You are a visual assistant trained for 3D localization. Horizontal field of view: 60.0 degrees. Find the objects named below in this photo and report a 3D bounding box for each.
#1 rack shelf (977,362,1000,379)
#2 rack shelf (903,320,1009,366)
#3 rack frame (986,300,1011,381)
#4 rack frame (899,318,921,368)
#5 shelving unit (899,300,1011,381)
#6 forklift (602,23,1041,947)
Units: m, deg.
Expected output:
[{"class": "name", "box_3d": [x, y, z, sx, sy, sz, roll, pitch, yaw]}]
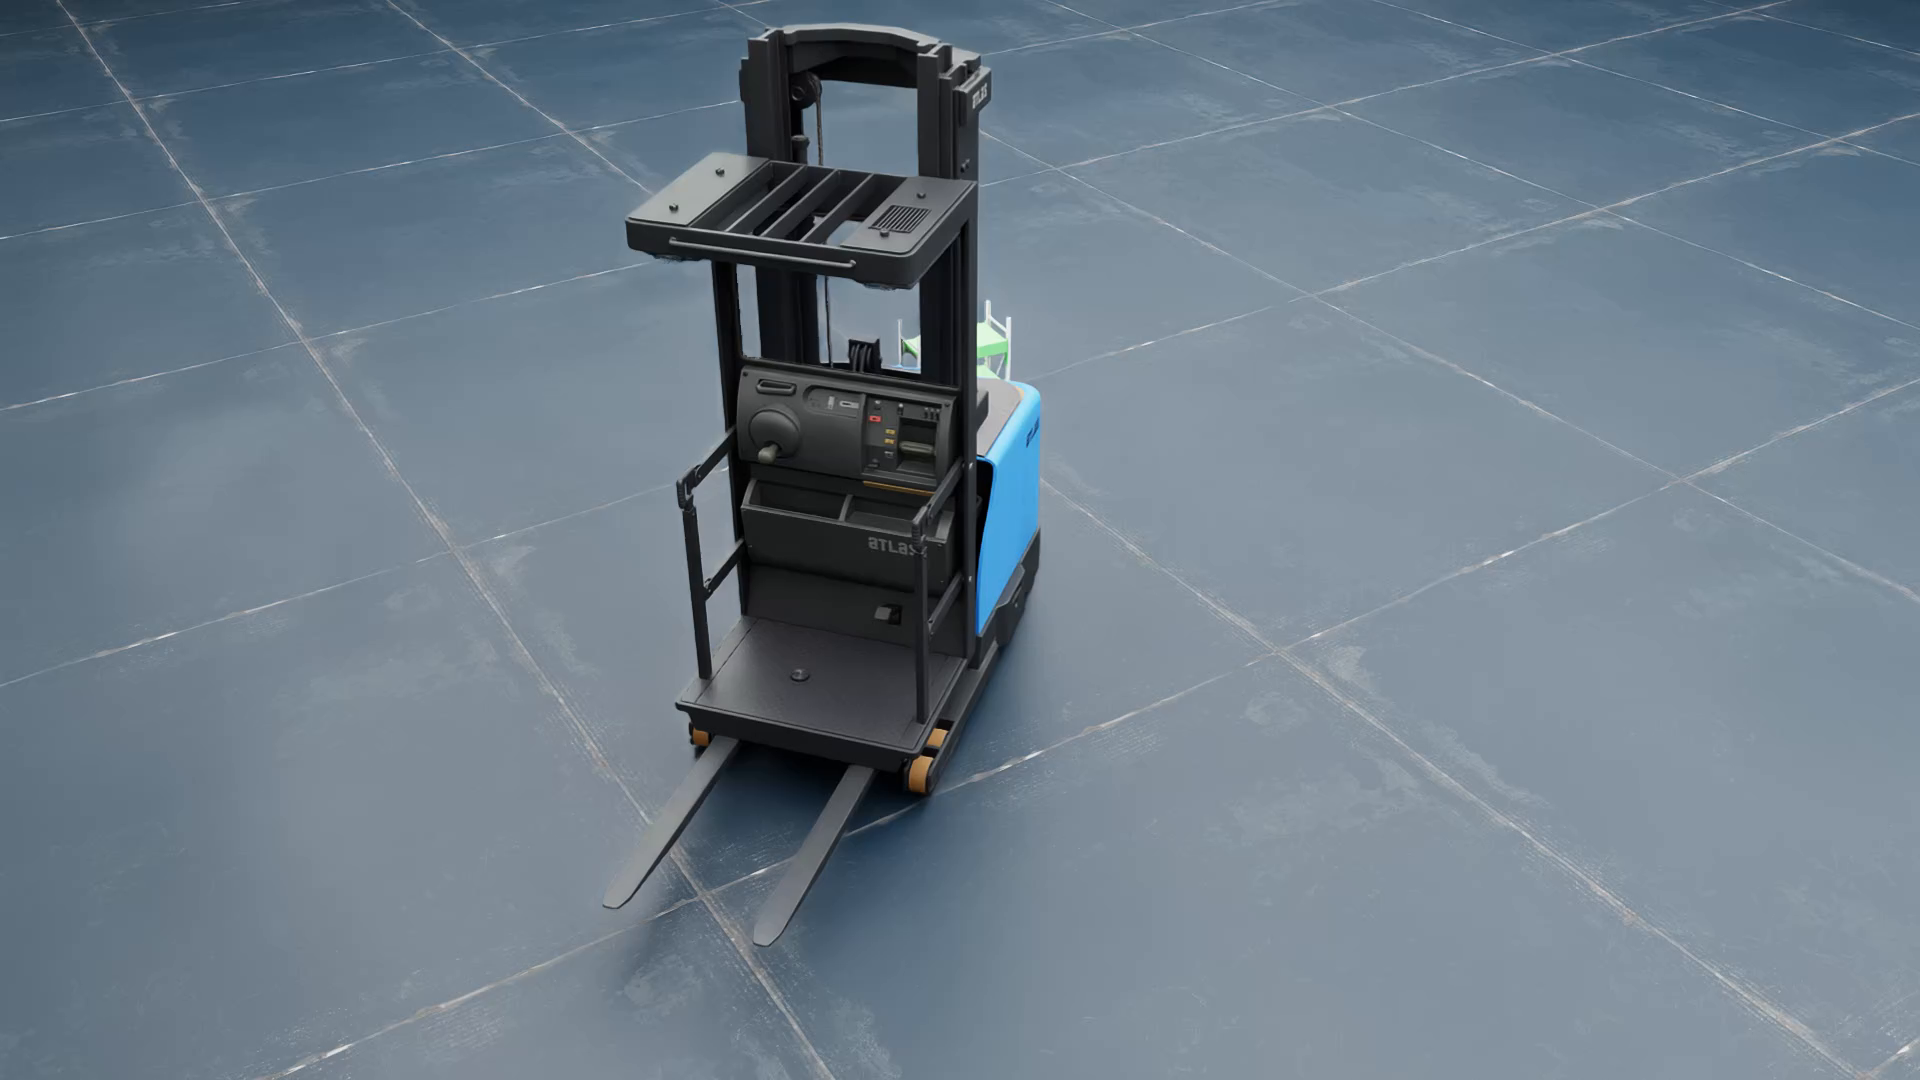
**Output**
[{"class": "rack shelf", "box_3d": [-0.026, -0.741, 8.471, 0.480, 0.148, 0.258, -15, 35, -22]}, {"class": "rack shelf", "box_3d": [-0.026, -0.944, 8.343, 0.480, 0.148, 0.258, -15, 35, -22]}, {"class": "rack frame", "box_3d": [0.192, -0.651, 8.657, 0.015, 1.200, 0.240, -15, 35, -22]}, {"class": "rack frame", "box_3d": [-0.244, -0.534, 8.472, 0.015, 1.200, 0.240, -15, 35, -22]}, {"class": "shelving unit", "box_3d": [-0.026, -0.592, 8.565, 0.503, 1.200, 0.258, -15, 35, -22]}, {"class": "forklift", "box_3d": [-0.542, -0.405, 6.645, 1.130, 2.935, 3.031, 10, 34, 15]}]
